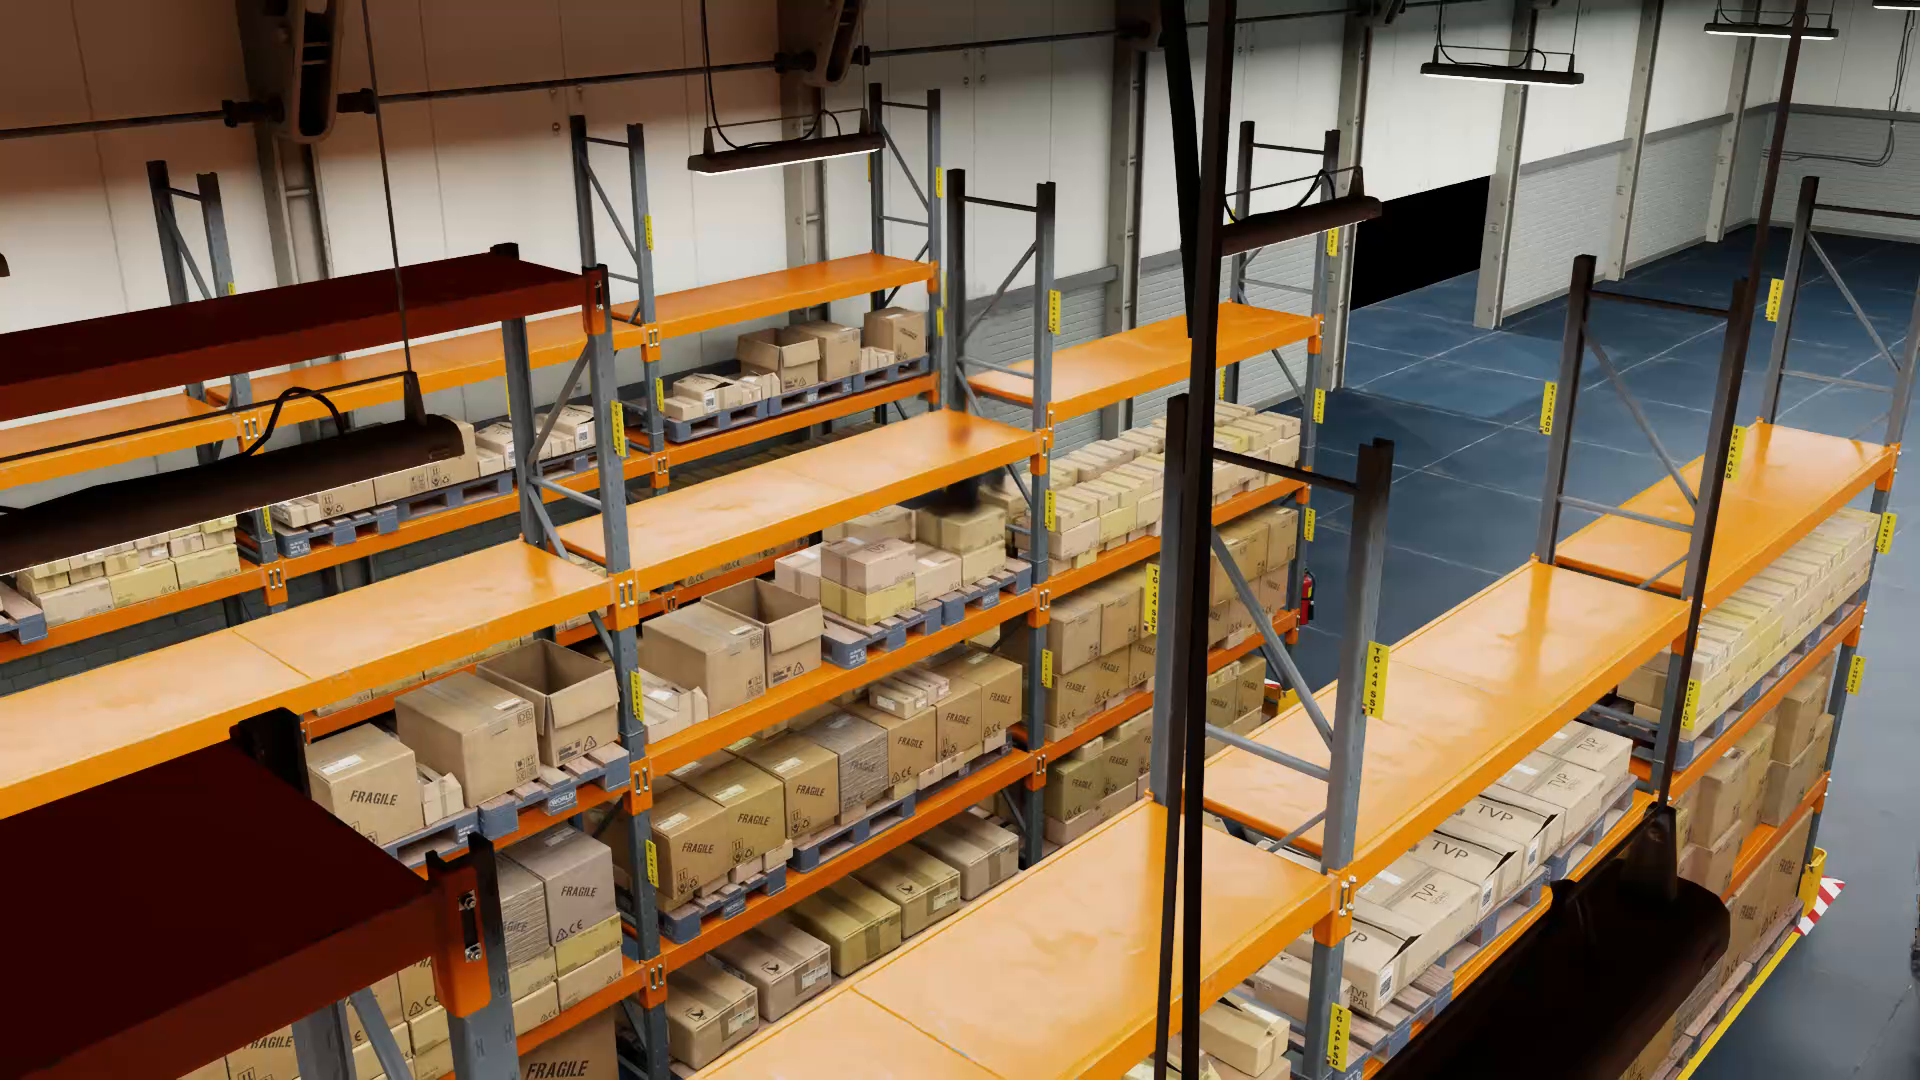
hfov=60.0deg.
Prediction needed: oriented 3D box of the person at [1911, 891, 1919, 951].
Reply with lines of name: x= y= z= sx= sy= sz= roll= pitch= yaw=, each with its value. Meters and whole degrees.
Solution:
person: x=7.764 y=2.632 z=12.927 sx=0.690 sy=1.821 sz=0.760 roll=9 pitch=23 yaw=22
